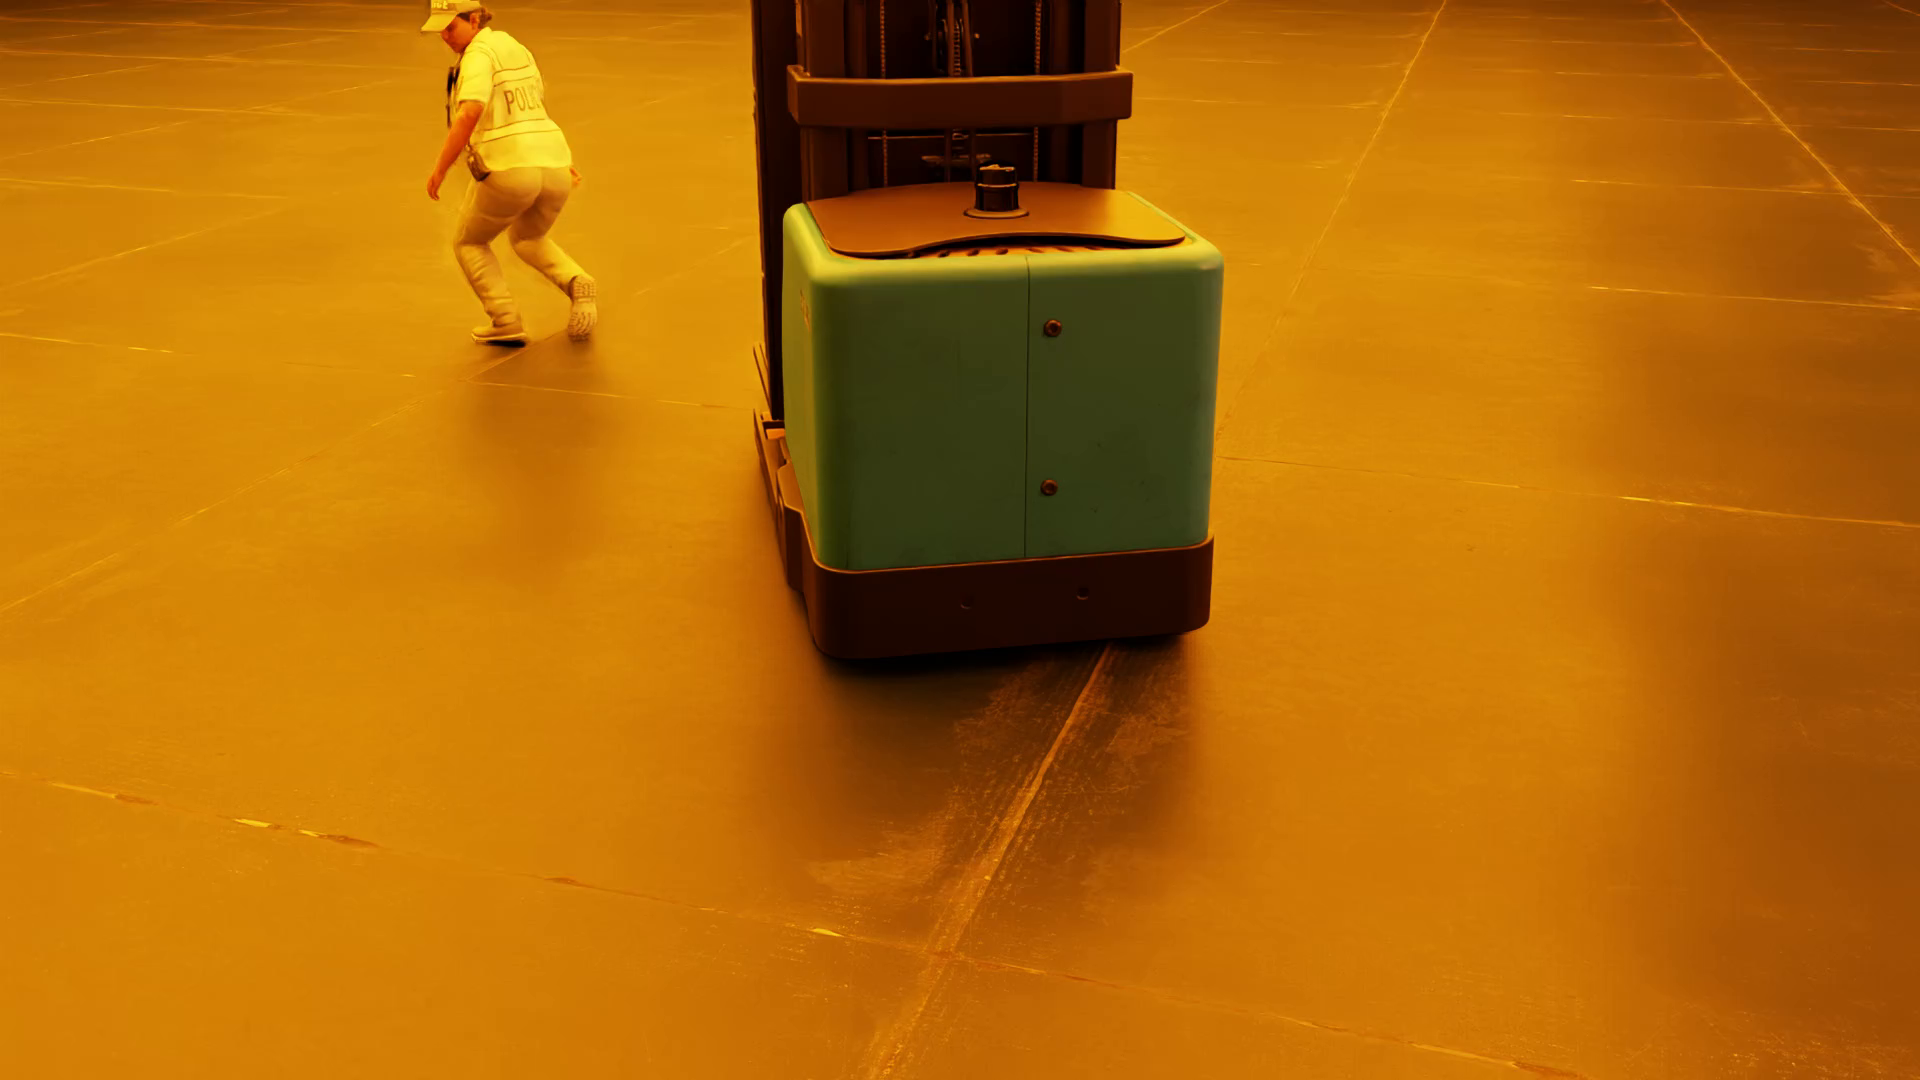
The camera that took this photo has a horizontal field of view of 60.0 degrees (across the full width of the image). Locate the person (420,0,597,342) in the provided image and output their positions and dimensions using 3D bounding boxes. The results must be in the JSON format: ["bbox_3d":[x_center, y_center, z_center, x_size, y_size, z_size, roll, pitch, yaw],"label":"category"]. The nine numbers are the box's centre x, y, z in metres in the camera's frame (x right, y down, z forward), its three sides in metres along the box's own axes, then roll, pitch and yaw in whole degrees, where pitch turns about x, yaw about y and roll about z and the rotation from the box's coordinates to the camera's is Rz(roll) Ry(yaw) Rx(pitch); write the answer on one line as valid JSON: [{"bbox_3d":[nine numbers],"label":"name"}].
[{"bbox_3d":[-1.875,-1.581,7.076,0.565,1.480,0.834,12,25,27],"label":"person"}]

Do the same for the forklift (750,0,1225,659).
[{"bbox_3d":[-0.112,-1.584,5.116,1.130,2.935,3.031,-4,23,-10],"label":"forklift"}]
